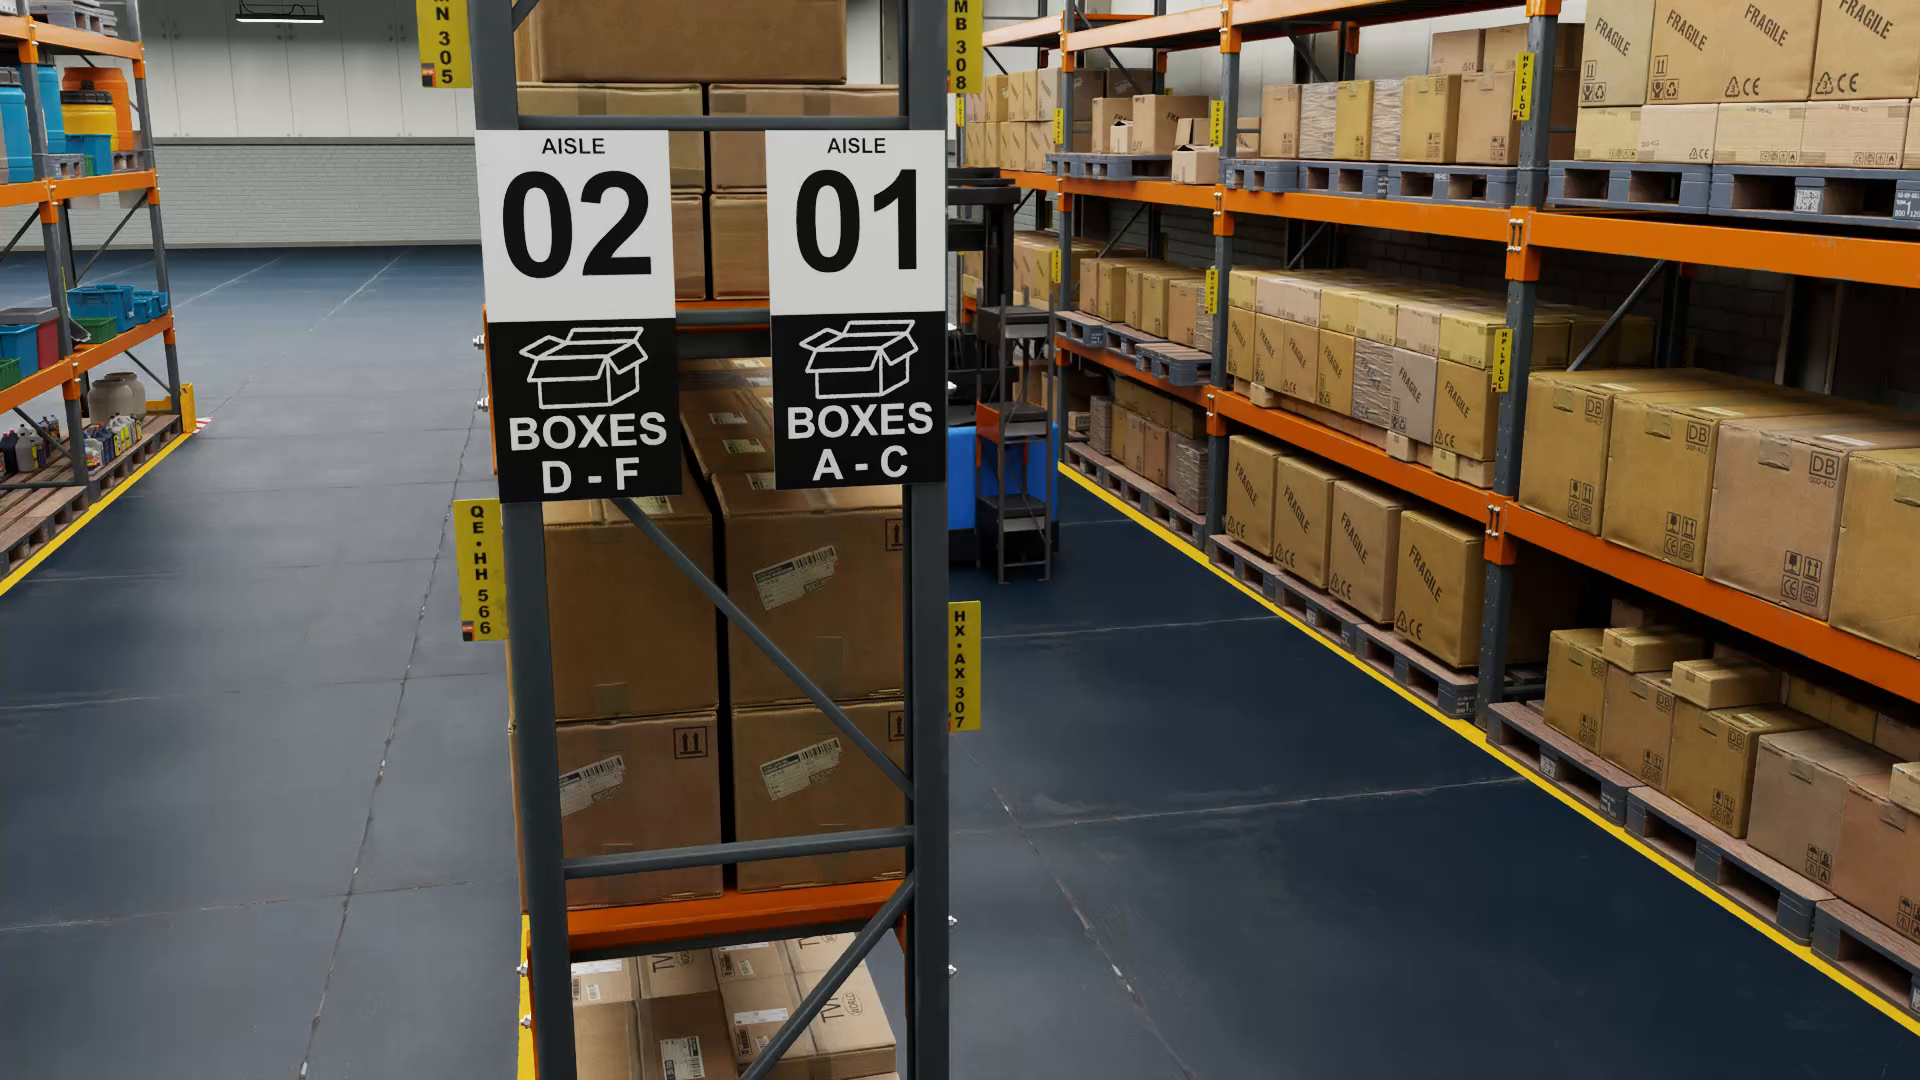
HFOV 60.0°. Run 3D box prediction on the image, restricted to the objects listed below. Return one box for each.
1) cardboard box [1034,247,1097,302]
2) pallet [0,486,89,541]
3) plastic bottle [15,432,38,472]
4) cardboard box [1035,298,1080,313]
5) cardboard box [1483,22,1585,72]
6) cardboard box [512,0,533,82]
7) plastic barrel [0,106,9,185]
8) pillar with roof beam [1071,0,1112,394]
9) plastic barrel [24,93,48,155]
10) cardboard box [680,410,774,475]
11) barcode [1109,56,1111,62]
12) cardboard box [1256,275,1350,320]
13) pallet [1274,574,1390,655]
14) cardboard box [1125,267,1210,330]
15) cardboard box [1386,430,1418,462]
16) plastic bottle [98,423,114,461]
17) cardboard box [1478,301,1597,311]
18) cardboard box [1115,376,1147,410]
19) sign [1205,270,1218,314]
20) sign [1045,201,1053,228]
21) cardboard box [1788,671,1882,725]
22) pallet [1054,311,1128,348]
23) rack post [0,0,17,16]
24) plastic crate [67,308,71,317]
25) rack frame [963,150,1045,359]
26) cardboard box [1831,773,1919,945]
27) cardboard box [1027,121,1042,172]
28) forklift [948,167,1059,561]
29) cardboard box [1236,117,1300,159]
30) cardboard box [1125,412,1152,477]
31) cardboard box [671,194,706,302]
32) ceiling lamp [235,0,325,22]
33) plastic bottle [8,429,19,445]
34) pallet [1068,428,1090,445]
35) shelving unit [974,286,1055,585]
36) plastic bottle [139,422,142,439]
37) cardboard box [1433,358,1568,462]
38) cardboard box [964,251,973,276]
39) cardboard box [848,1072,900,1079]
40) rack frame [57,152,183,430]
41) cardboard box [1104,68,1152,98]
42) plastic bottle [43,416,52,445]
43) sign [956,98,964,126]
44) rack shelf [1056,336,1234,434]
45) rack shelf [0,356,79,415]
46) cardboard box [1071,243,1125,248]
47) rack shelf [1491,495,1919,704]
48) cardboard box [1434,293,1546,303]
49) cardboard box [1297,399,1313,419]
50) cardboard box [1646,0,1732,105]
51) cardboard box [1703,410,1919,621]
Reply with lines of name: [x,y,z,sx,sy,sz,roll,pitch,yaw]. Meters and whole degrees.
cardboard box: [1.058,-2.680,16.770,0.500,0.500,0.500,-3,14,-13]
pallet: [-7.938,-0.201,13.806,1.003,0.211,1.213,-3,14,-13]
plastic bottle: [-8.452,-0.802,15.045,0.144,0.351,0.185,-3,14,-13]
cardboard box: [1.064,-2.316,16.861,0.500,0.250,0.500,-3,14,-13]
cardboard box: [3.269,-2.735,9.265,0.500,0.250,0.500,-2,14,-9]
cardboard box: [-1.211,-1.808,5.868,0.700,0.500,0.500,-3,14,-13]
plastic barrel: [-7.676,-3.179,12.744,0.600,0.901,0.600,0,14,0]
pillar with roof beam: [-2.649,-5.771,18.087,9.100,9.000,0.400,-3,14,-13]
plastic barrel: [-8.071,-3.561,14.240,0.421,0.512,0.421,0,14,0]
cardboard box: [-0.617,-0.129,5.317,0.500,0.500,0.500,-3,14,-12]
barcode: [1.561,-5.012,17.297,0.001,0.075,0.075,-3,14,-13]
cardboard box: [2.392,-1.688,11.557,0.500,0.250,0.500,-3,14,-14]
pallet: [2.804,0.457,11.110,1.003,0.211,1.213,-3,14,-13]
cardboard box: [1.865,-2.150,14.771,0.700,0.500,0.500,-1,14,-5]
cardboard box: [2.775,-0.568,9.920,0.380,0.149,0.250,-3,14,-13]
plastic bottle: [-7.991,-0.915,15.505,0.144,0.351,0.185,-4,14,-16]
cardboard box: [3.364,-1.249,9.761,0.500,0.250,0.500,-3,14,-13]
cardboard box: [1.765,-1.380,15.517,0.500,0.250,0.500,-4,14,-14]
sign: [1.884,-1.856,12.430,0.100,0.325,0.005,-3,14,-13]
sign: [1.074,-3.952,20.177,0.100,0.325,0.005,-3,14,-13]
cardboard box: [3.892,0.688,7.308,0.380,0.149,0.250,-4,14,-14]
pallet: [1.508,-2.009,15.736,1.003,0.211,1.213,-3,14,-13]
rack post: [-7.614,-4.297,11.632,1.013,1.000,3.121,-3,14,-13]
plastic crate: [-9.202,-2.305,17.097,0.298,0.136,0.250,-3,14,-13]
rack frame: [0.530,-3.210,20.245,1.000,3.000,0.127,-3,14,-13]
cardboard box: [3.909,1.220,6.494,0.700,0.500,0.500,-3,14,-13]
cardboard box: [1.004,-4.022,16.998,0.500,0.500,0.500,-5,14,-18]
forklift: [-0.207,-1.563,13.651,1.130,2.935,3.031,-5,15,-19]
cardboard box: [2.463,-3.059,13.053,0.500,0.500,0.500,-3,14,-13]
cardboard box: [1.909,-0.881,15.053,0.700,0.500,0.500,-3,14,-13]
cardboard box: [-0.903,-0.730,4.090,0.500,0.250,0.500,-3,14,-13]
ceiling lamp: [-16.559,-14.190,40.249,2.000,3.185,0.800,-3,14,-13]
plastic bottle: [-8.637,-0.838,15.193,0.144,0.351,0.185,-4,14,-16]
pallet: [1.277,-1.085,17.425,1.003,0.211,1.213,-3,14,-13]
shelving unit: [0.391,-0.762,12.115,0.431,2.100,0.503,-5,15,-19]
plastic bottle: [-8.242,-1.113,16.630,0.097,0.201,0.097,0,14,0]
cardboard box: [2.995,-0.737,9.242,0.500,0.500,0.500,-4,14,-14]
cardboard box: [0.350,-3.384,19.652,0.500,0.500,0.500,-3,14,-13]
cardboard box: [-0.349,1.748,4.997,0.380,0.166,0.250,-3,14,-13]
rack frame: [-9.100,-2.658,17.984,1.000,3.000,0.127,-3,14,-13]
cardboard box: [1.632,-4.417,16.507,0.500,0.500,0.500,-3,14,-12]
plastic bottle: [-8.941,-1.063,16.254,0.061,0.283,0.133,-3,14,-12]
sign: [0.003,-5.061,19.661,0.100,0.325,0.005,-3,14,-13]
rack shelf: [1.939,-1.476,14.664,1.077,0.370,4.000,-3,14,-13]
rack shelf: [-7.691,-0.924,12.404,1.077,0.370,4.000,-3,14,-13]
cardboard box: [1.444,-2.828,17.375,0.500,0.500,0.500,-3,14,-13]
rack shelf: [3.818,0.369,7.110,1.077,0.370,4.000,-3,14,-13]
cardboard box: [3.242,-1.365,10.234,0.500,0.250,0.500,-4,14,-15]
cardboard box: [2.540,-0.928,11.392,0.380,0.149,0.250,-3,14,-12]
cardboard box: [3.370,-2.144,7.204,0.500,0.500,0.500,-4,14,-14]
cardboard box: [3.807,-0.125,6.987,0.980,0.700,0.700,-4,14,-16]
